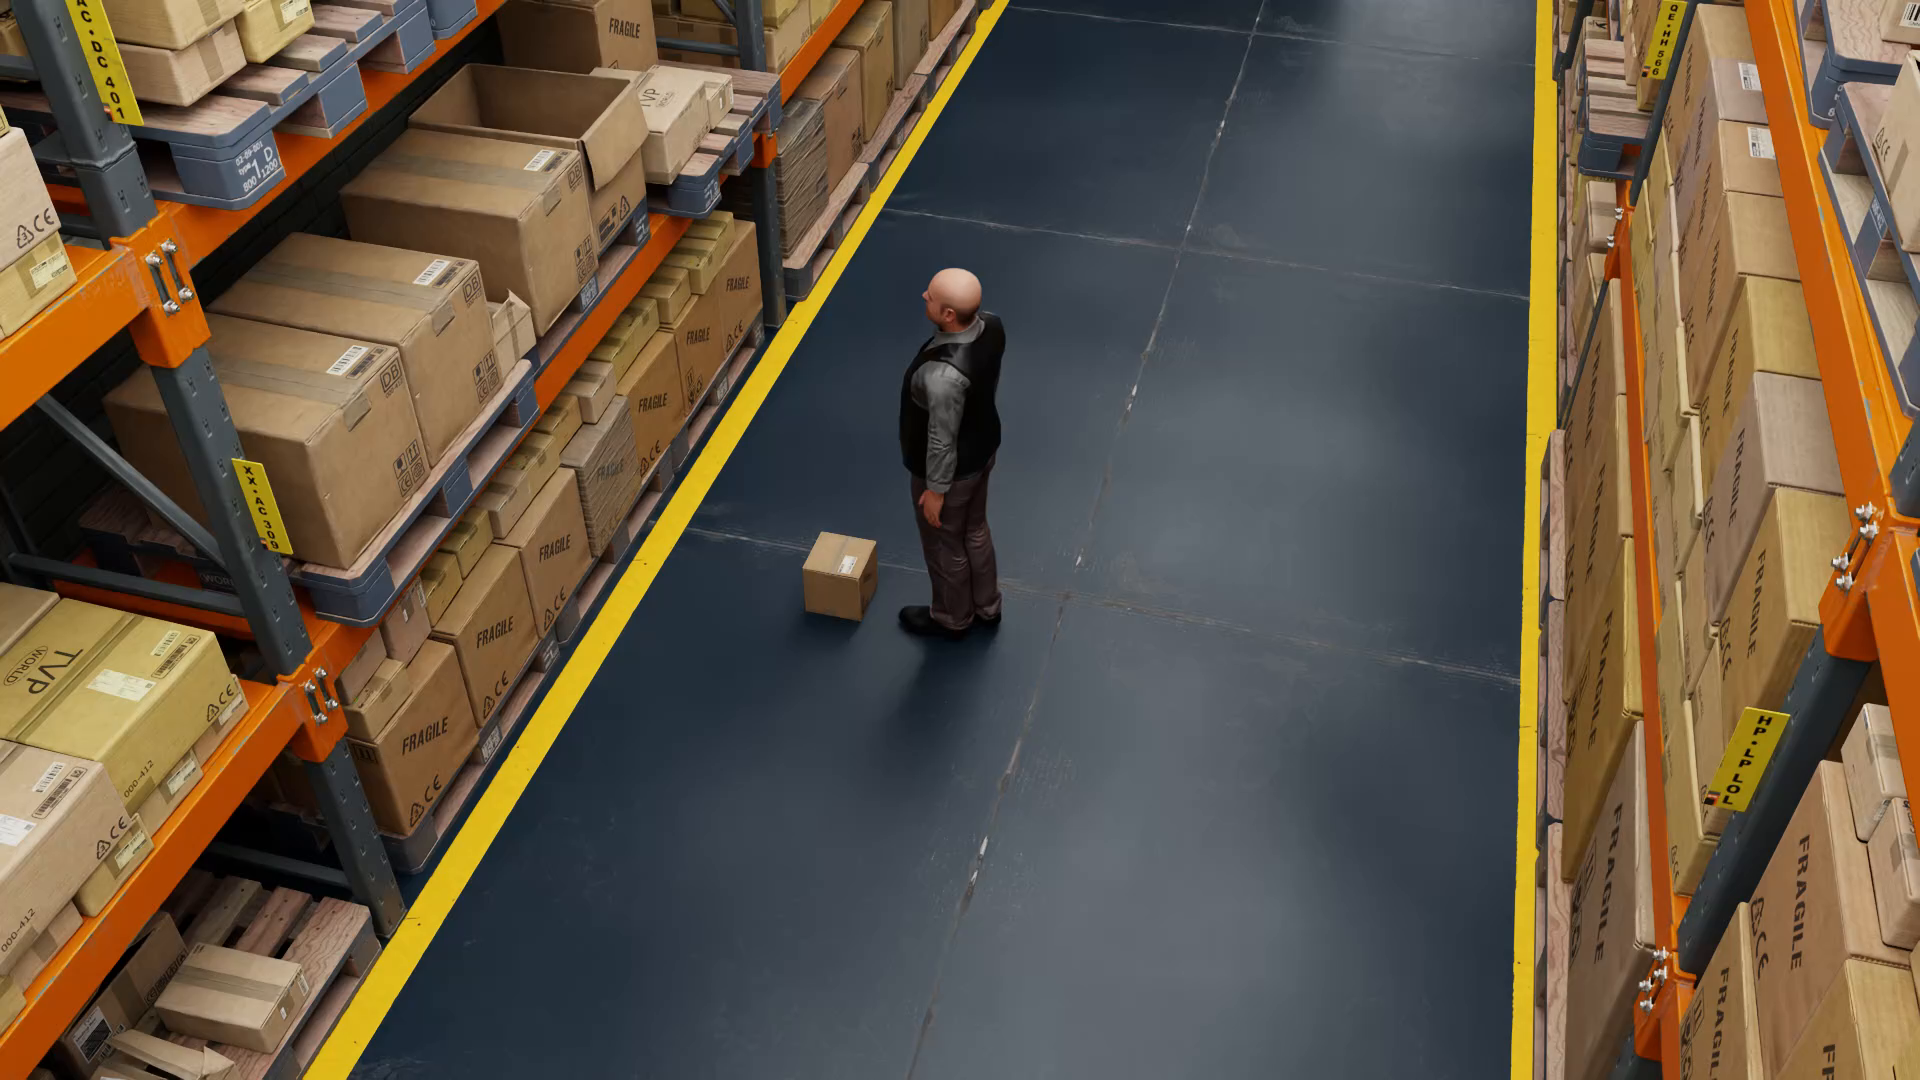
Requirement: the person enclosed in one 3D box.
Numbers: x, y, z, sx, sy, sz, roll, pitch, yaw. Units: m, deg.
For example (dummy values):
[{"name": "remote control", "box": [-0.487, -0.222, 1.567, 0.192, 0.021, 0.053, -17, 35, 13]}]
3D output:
[{"name": "person", "box": [-0.028, -0.296, 6.563, 0.409, 1.639, 0.566, 16, 43, 18]}]
